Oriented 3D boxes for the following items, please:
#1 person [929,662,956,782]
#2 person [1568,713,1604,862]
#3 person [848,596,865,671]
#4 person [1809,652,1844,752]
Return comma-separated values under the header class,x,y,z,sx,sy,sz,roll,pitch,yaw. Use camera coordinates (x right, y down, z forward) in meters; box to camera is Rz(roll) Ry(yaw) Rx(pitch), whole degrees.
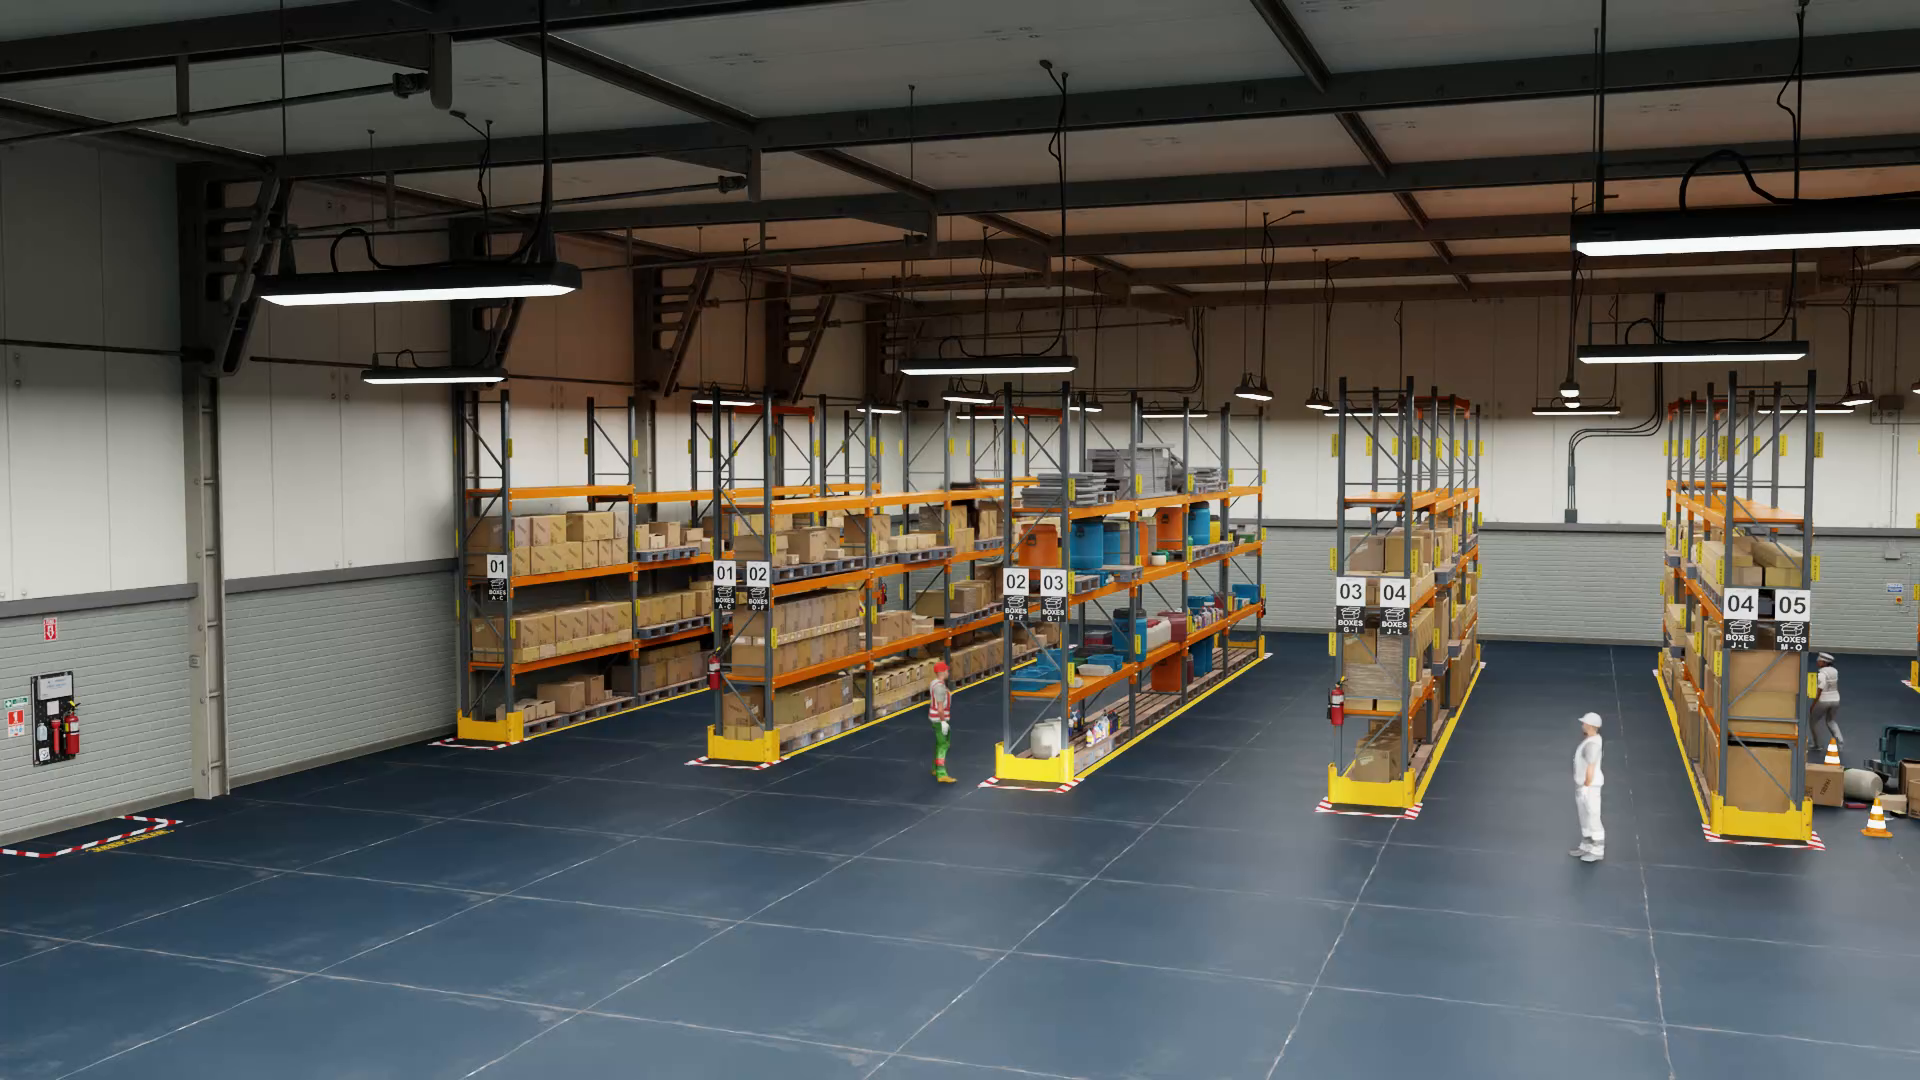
class,x,y,z,sx,sy,sz,roll,pitch,yaw
person,-0.270,2.759,25.070,0.392,1.854,0.659,0,3,-7
person,7.639,2.990,20.241,0.366,1.801,0.630,0,3,4
person,-2.156,2.043,36.515,0.520,1.782,0.704,3,4,44
person,14.281,2.678,27.466,0.526,1.653,0.604,-1,3,-14
